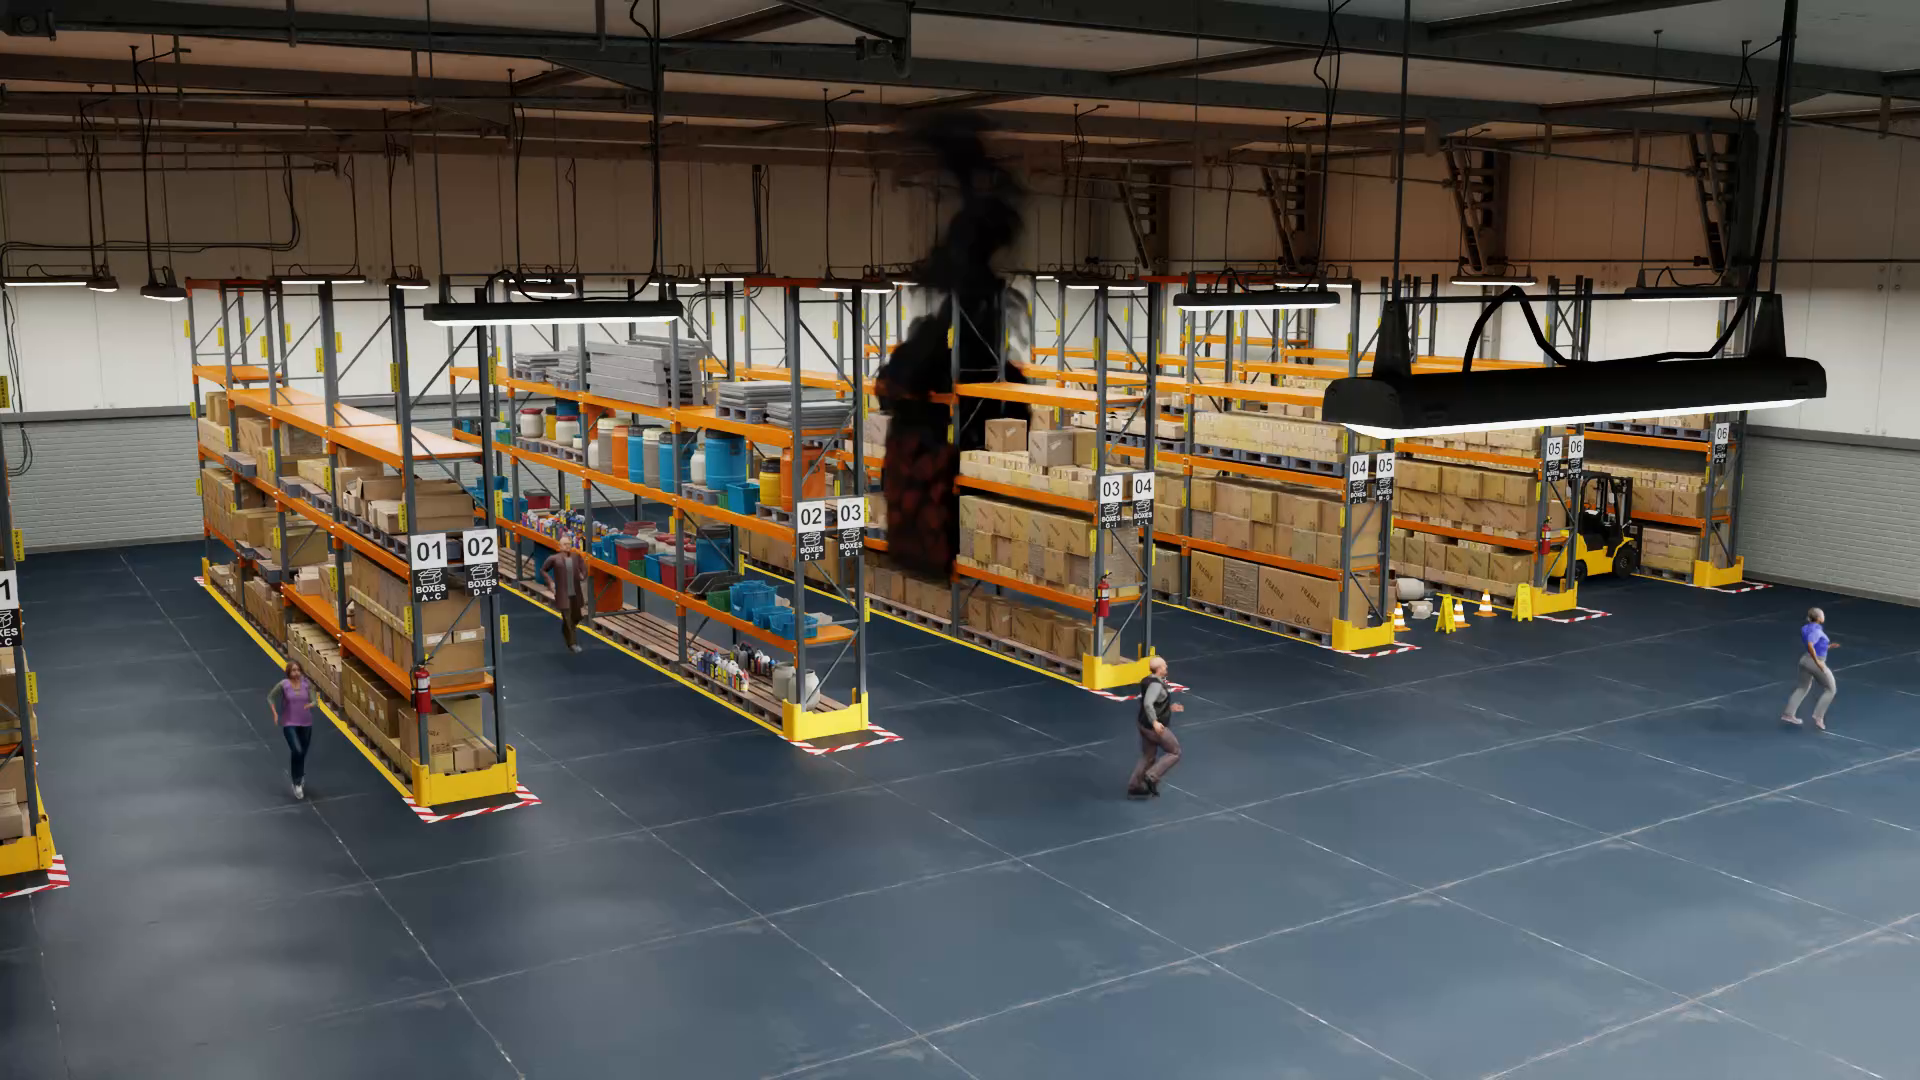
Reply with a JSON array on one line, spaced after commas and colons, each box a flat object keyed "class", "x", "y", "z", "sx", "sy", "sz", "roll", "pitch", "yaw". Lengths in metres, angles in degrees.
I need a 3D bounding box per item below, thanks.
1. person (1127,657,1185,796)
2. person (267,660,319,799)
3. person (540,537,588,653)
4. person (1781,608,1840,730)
[{"class": "person", "x": 2.343, "y": 2.213, "z": 19.709, "sx": 0.733, "sy": 1.675, "sz": 0.630, "roll": -2, "pitch": 10, "yaw": -14}, {"class": "person", "x": -7.928, "y": 2.242, "z": 19.871, "sx": 0.503, "sy": 1.644, "sz": 0.710, "roll": -8, "pitch": 13, "yaw": -41}, {"class": "person", "x": -6.119, "y": 0.889, "z": 25.954, "sx": 0.719, "sy": 1.708, "sz": 0.909, "roll": -7, "pitch": 12, "yaw": -35}, {"class": "person", "x": 11.625, "y": 1.757, "z": 22.643, "sx": 0.724, "sy": 1.700, "sz": 0.541, "roll": -1, "pitch": 10, "yaw": -8}]
